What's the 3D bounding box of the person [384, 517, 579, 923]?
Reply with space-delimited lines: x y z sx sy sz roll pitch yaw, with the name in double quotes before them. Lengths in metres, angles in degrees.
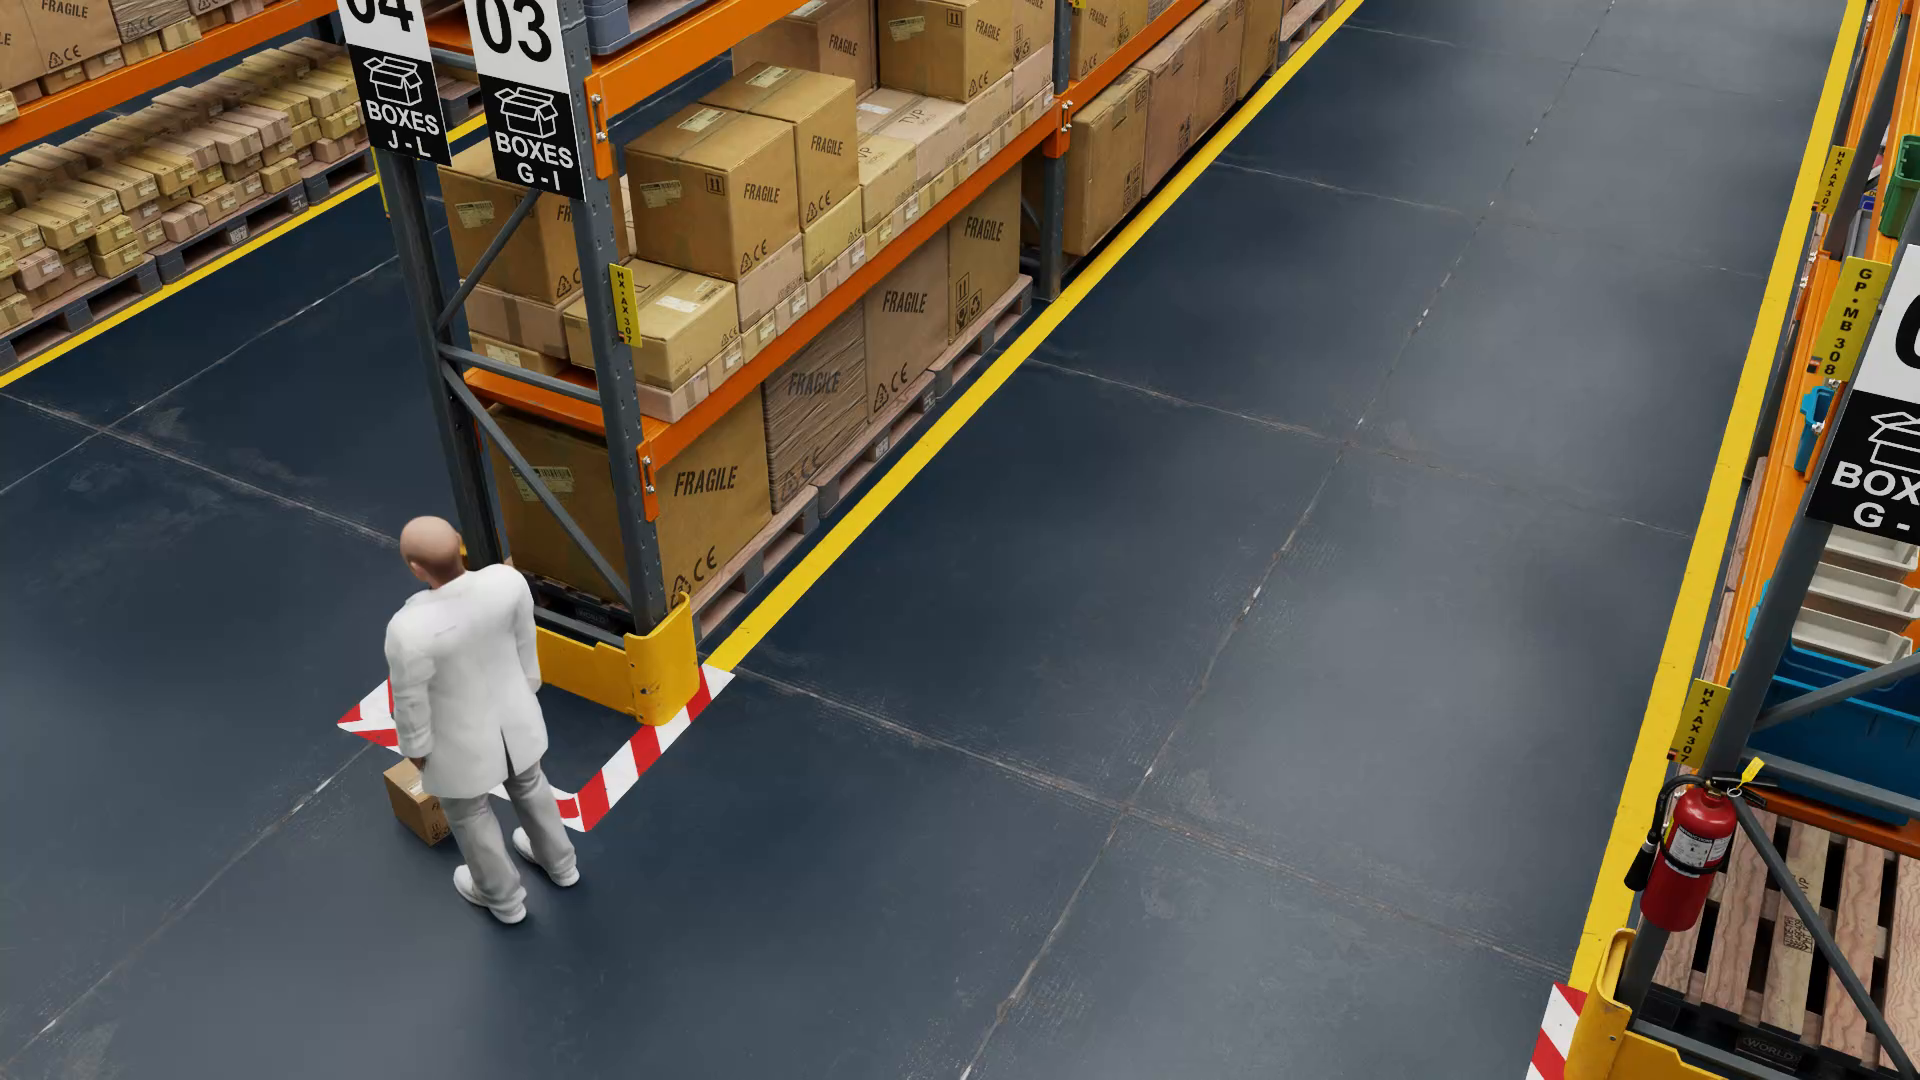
"person" -1.741 0.637 5.937 0.379 1.774 0.562 29 46 32
